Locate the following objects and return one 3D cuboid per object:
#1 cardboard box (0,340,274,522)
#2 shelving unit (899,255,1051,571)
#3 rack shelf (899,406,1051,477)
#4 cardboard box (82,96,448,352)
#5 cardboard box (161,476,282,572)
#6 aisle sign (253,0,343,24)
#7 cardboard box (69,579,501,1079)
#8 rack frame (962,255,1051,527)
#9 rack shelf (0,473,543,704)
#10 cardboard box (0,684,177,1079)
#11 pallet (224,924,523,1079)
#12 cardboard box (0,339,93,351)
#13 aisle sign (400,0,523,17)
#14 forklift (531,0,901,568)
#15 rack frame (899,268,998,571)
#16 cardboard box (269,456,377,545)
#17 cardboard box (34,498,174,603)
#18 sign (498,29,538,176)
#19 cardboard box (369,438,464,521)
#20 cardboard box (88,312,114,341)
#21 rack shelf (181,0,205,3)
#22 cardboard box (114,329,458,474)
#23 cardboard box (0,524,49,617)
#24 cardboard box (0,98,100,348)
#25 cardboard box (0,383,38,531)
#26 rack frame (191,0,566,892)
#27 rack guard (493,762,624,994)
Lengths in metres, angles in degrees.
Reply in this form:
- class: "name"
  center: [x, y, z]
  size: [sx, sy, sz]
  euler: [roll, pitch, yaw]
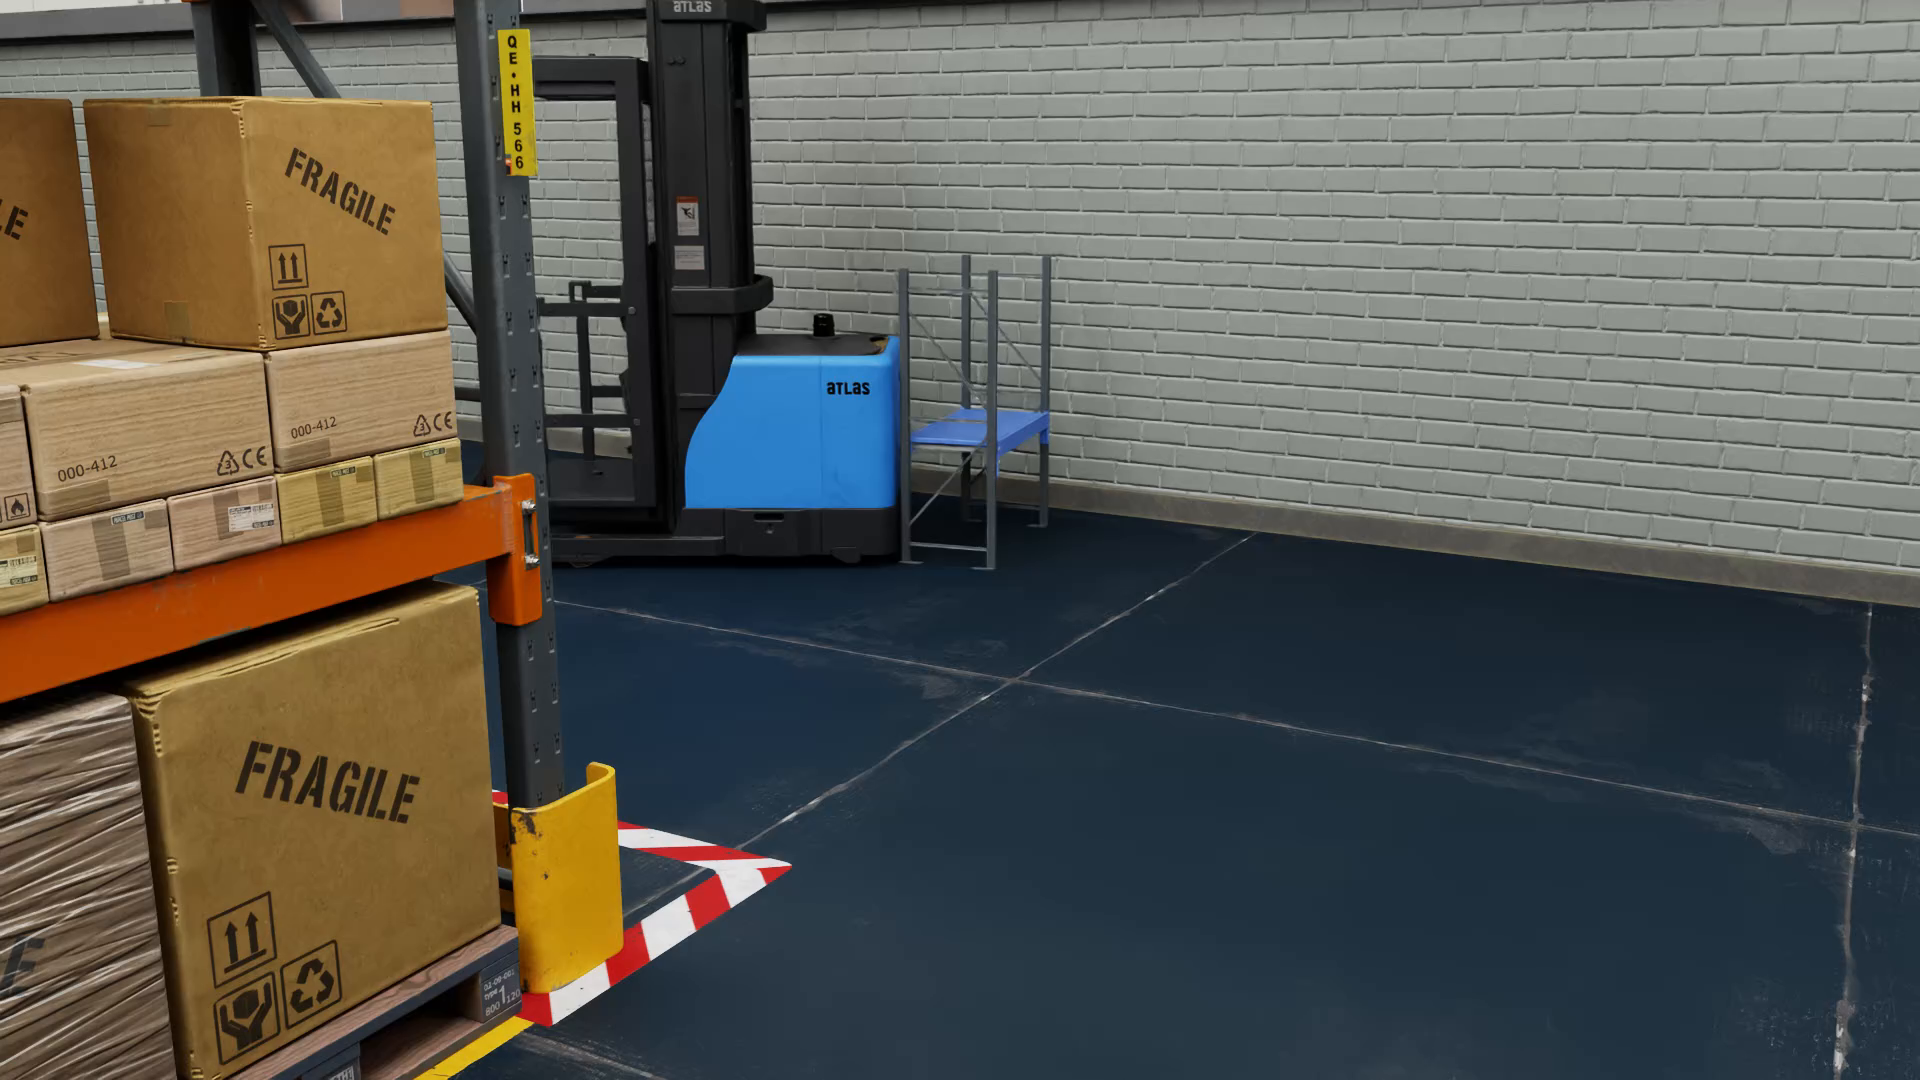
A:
- class: "cardboard box"
  center: [-1.738, -0.231, 3.277]
  size: [0.500, 0.250, 0.500]
  euler: [7, 15, 27]
- class: "shelving unit"
  center: [0.097, -0.707, 8.767]
  size: [0.538, 1.500, 1.048]
  euler: [4, 14, 17]
- class: "rack shelf"
  center: [0.097, -0.532, 8.810]
  size: [0.538, 0.185, 1.000]
  euler: [4, 14, 17]
- class: "cardboard box"
  center: [-1.495, -0.699, 3.619]
  size: [0.500, 0.500, 0.500]
  euler: [8, 16, 29]
- class: "cardboard box"
  center: [-1.621, -0.055, 3.398]
  size: [0.380, 0.149, 0.250]
  euler: [7, 15, 28]
- class: "aisle sign"
  center: [-1.718, -1.705, 4.160]
  size: [0.394, 0.787, 0.004]
  euler: [7, 15, 28]
- class: "cardboard box"
  center: [-1.729, 0.576, 3.880]
  size: [0.875, 0.875, 0.875]
  euler: [7, 15, 28]
- class: "rack frame"
  center: [0.252, -0.821, 9.238]
  size: [0.500, 1.500, 0.032]
  euler: [4, 14, 17]
- class: "rack shelf"
  center: [-2.457, 0.367, 2.645]
  size: [1.077, 0.370, 4.000]
  euler: [7, 15, 28]
- class: "cardboard box"
  center: [-2.169, 0.763, 3.105]
  size: [0.875, 0.875, 0.875]
  euler: [7, 15, 28]
- class: "pallet"
  center: [-1.808, 1.136, 3.872]
  size: [1.003, 0.211, 1.213]
  euler: [7, 15, 28]
- class: "cardboard box"
  center: [-2.204, -0.289, 3.518]
  size: [0.500, 0.250, 0.500]
  euler: [7, 15, 27]
- class: "aisle sign"
  center: [-1.192, -1.637, 3.878]
  size: [0.394, 0.787, 0.004]
  euler: [7, 15, 28]
- class: "forklift"
  center: [-1.826, -1.406, 8.610]
  size: [3.031, 2.935, 1.130]
  euler: [0, 14, 1]
- class: "rack frame"
  center: [-0.059, -0.594, 8.297]
  size: [0.500, 1.500, 0.032]
  euler: [4, 14, 17]
- class: "cardboard box"
  center: [-1.498, -0.107, 3.612]
  size: [0.380, 0.149, 0.250]
  euler: [8, 15, 29]
- class: "cardboard box"
  center: [-1.742, -0.004, 3.186]
  size: [0.380, 0.149, 0.250]
  euler: [8, 16, 29]
- class: "sign"
  center: [-1.022, -1.006, 3.832]
  size: [0.100, 0.325, 0.005]
  euler: [7, 15, 28]
- class: "cardboard box"
  center: [-1.374, -0.160, 3.834]
  size: [0.380, 0.149, 0.250]
  euler: [8, 16, 29]
- class: "cardboard box"
  center: [-1.958, -0.397, 3.963]
  size: [0.500, 0.250, 0.500]
  euler: [7, 15, 27]
- class: "rack shelf"
  center: [-2.457, -1.091, 2.293]
  size: [1.077, 0.370, 4.000]
  euler: [7, 15, 28]
- class: "cardboard box"
  center: [-1.492, -0.335, 3.708]
  size: [0.500, 0.250, 0.500]
  euler: [7, 15, 27]
- class: "cardboard box"
  center: [-1.866, 0.049, 2.964]
  size: [0.380, 0.149, 0.250]
  euler: [7, 15, 27]
- class: "cardboard box"
  center: [-2.200, -0.658, 3.450]
  size: [0.500, 0.500, 0.500]
  euler: [7, 15, 27]
- class: "cardboard box"
  center: [-1.983, -0.126, 2.843]
  size: [0.500, 0.250, 0.500]
  euler: [7, 15, 26]
- class: "rack frame"
  center: [-1.490, -0.393, 4.262]
  size: [1.000, 3.000, 0.127]
  euler: [7, 15, 28]
- class: "rack guard"
  center: [-1.478, 0.818, 4.576]
  size: [1.175, 0.500, 0.348]
  euler: [7, 15, 28]
